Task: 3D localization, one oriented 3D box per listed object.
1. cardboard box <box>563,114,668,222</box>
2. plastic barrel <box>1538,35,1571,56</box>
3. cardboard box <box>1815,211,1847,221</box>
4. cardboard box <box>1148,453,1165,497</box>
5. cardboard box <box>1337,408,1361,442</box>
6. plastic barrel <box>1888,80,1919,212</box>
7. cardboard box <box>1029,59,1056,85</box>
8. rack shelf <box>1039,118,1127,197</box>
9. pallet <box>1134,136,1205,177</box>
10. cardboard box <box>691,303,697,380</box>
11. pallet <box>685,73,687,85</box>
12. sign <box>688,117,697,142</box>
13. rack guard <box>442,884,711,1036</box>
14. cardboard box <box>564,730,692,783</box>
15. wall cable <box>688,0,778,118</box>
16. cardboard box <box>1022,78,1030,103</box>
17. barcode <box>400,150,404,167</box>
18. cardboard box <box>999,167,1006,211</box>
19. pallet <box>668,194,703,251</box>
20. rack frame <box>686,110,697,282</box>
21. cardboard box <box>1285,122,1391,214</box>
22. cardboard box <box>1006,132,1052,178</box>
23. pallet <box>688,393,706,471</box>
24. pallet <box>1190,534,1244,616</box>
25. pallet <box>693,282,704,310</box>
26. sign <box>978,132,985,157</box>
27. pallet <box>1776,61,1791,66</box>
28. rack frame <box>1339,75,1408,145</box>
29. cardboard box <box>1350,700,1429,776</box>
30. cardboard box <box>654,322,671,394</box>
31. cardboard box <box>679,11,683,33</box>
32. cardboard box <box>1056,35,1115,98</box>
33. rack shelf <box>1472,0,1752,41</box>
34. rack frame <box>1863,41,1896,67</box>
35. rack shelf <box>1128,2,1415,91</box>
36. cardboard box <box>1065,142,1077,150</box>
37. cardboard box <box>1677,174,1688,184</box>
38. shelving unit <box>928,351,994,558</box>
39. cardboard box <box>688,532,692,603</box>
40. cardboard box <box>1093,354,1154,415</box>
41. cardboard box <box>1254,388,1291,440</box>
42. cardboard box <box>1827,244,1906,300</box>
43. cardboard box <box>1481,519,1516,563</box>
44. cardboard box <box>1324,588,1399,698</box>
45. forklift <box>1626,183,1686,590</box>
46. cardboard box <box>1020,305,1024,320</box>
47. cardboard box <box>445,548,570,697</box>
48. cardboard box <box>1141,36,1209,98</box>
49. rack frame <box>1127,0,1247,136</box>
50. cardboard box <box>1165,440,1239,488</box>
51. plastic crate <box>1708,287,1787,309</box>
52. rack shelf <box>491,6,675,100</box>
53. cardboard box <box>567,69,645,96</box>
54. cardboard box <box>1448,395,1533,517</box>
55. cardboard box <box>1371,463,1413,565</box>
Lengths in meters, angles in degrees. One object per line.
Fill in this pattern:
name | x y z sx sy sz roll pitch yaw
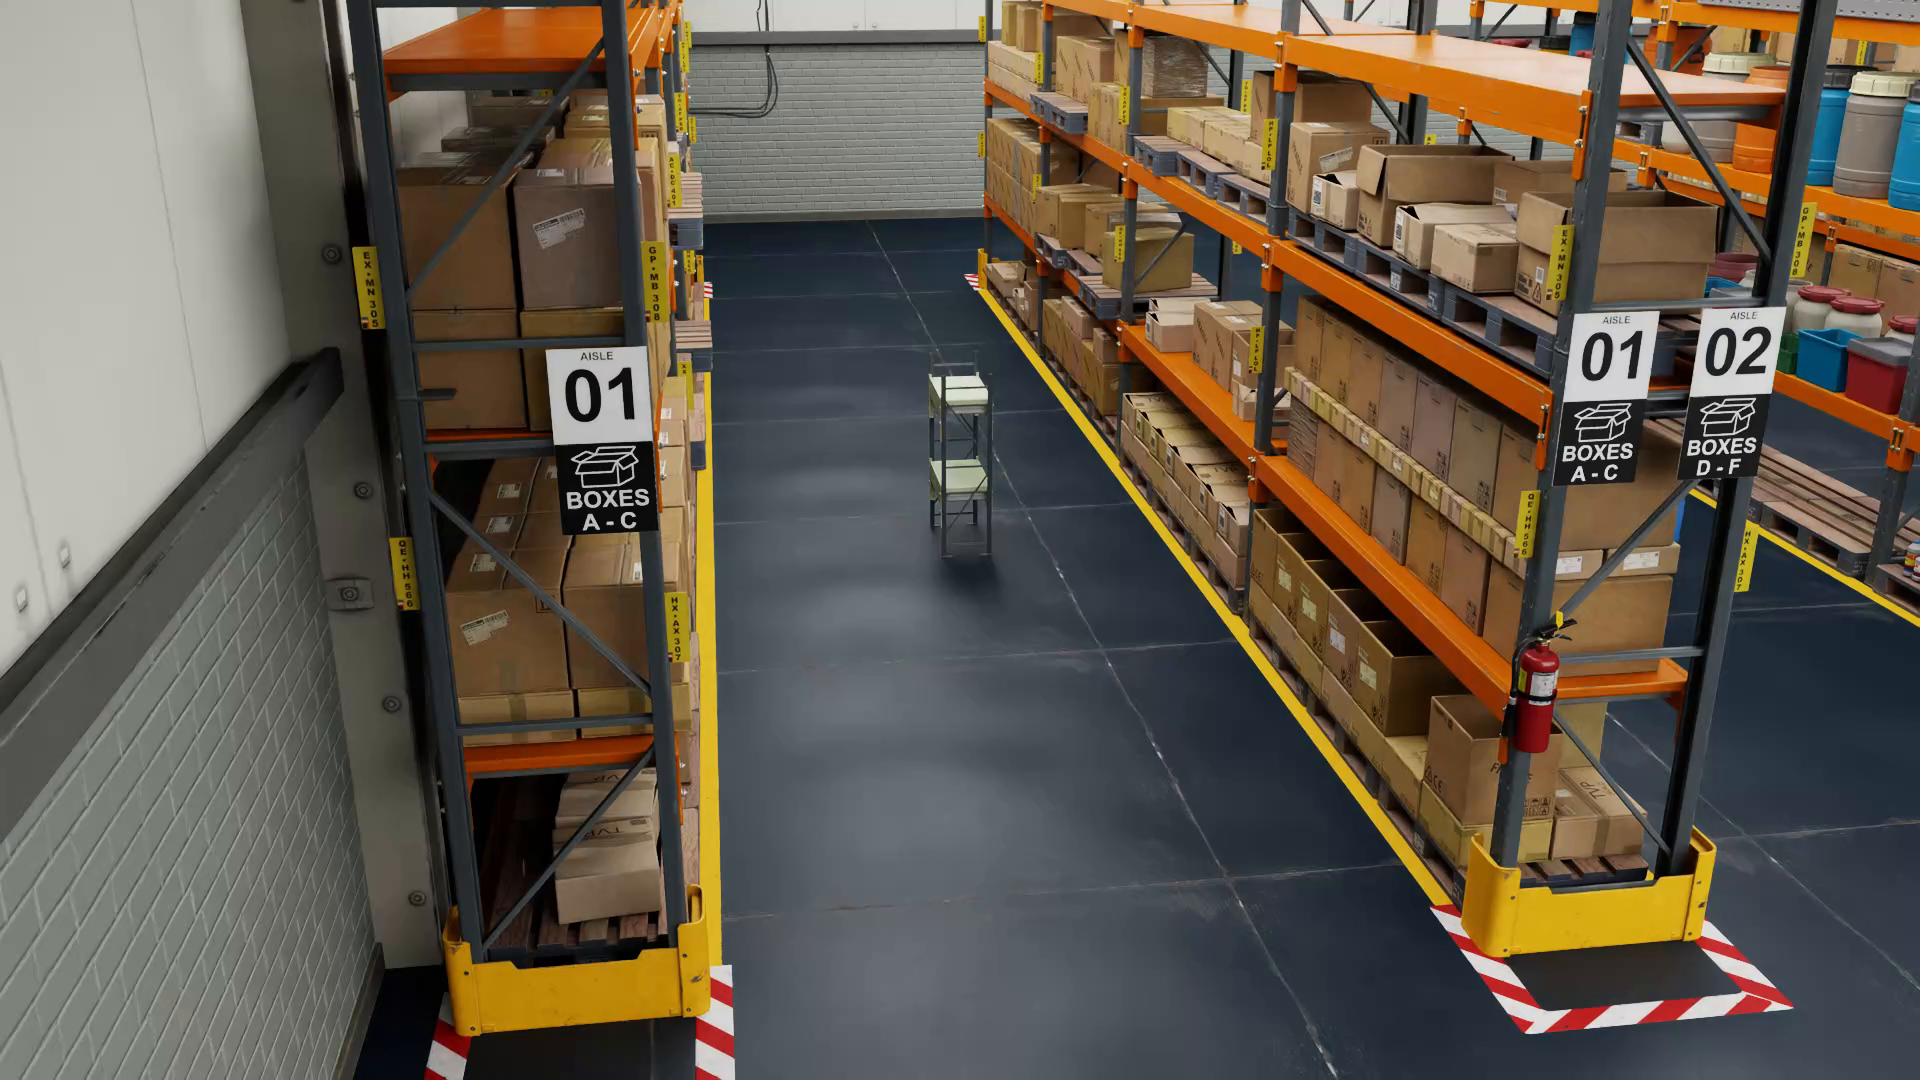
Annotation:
cardboard box | -1.821 -1.974 8.828 0.500 0.500 0.500 -4 21 -10
plastic barrel | 6.646 -5.228 18.270 0.600 0.588 0.600 0 20 0
cardboard box | 10.847 -4.065 20.671 0.380 0.149 0.250 -3 21 -7
cardboard box | 1.928 -0.569 14.282 0.500 0.250 0.500 -3 21 -9
cardboard box | 2.561 -0.719 10.285 0.380 0.149 0.250 -4 21 -10
plastic barrel | 7.179 -2.879 12.133 0.600 0.901 0.708 -3 21 -8
cardboard box | 1.073 -5.319 18.882 0.500 0.250 0.500 -3 21 -8
rack shelf | 1.700 -3.971 16.801 1.077 0.370 4.000 -3 21 -8
pallet | 2.175 -3.296 14.237 1.213 0.211 1.003 -2 21 -5
cardboard box | -3.136 -2.007 17.276 0.750 0.750 0.750 -2 21 -6
pallet | -3.949 -5.836 20.894 1.003 0.211 1.213 -3 21 -8
sign | -3.527 -5.405 21.906 0.100 0.325 0.005 -3 21 -8
rack guard | -1.771 1.956 7.765 1.175 0.500 0.348 -3 21 -8
cardboard box | -1.909 1.078 9.487 0.700 0.500 0.500 -4 21 -11
wall cable | -4.528 -8.061 26.875 3.097 2.526 0.112 -3 21 -8
cardboard box | 1.017 -5.258 19.435 0.500 0.250 0.500 -3 21 -8
barcode | -2.357 -1.611 7.026 0.001 0.075 0.075 -3 21 -8
cardboard box | 0.787 -4.507 21.354 0.500 0.500 0.500 -3 21 -8
pallet | -2.320 -2.110 11.060 1.213 0.211 1.003 -3 21 -8
rack frame | -4.066 -4.729 22.090 1.000 3.000 0.127 -3 21 -8
cardboard box | 2.377 -2.352 10.495 0.500 0.500 0.500 -1 21 -3
cardboard box | 0.863 -4.798 20.704 0.500 0.500 0.500 -3 21 -8
pallet | -2.303 -0.756 11.727 1.003 0.211 1.213 -3 21 -8
pallet | 2.420 0.228 12.804 1.003 0.211 1.213 -3 21 -8
pallet | -3.873 -3.149 21.847 1.003 0.211 1.213 -3 21 -8
sign | 0.298 -5.358 22.537 0.100 0.325 0.005 -3 21 -8
pallet | 10.935 -6.162 21.767 1.003 0.211 1.213 -3 21 -8
rack frame | 5.737 -5.228 23.428 1.000 3.000 0.127 -3 21 -8
cardboard box | 2.614 1.135 9.720 0.500 0.250 0.500 -3 21 -8
cardboard box | -1.603 -0.967 7.558 0.500 0.500 0.500 -2 21 -4
cardboard box | -3.395 -5.712 18.835 0.500 0.500 0.500 -3 21 -9
cardboard box | 1.412 -5.112 17.944 0.600 0.600 0.600 -5 21 -13
rack shelf | 6.602 -5.437 17.012 1.077 0.370 4.000 -3 21 -8
rack frame | 11.215 -6.904 19.339 1.000 3.000 0.127 -3 21 -8
rack shelf | 2.277 -3.804 12.638 1.077 0.370 4.000 -3 21 -8
cardboard box | 1.548 -4.466 19.815 0.500 0.500 0.500 -4 21 -9
cardboard box | 10.402 -5.132 23.529 0.380 0.149 0.250 -3 21 -9
shelving unit | 0.001 -0.700 13.448 0.431 1.500 0.755 -3 21 -8
cardboard box | -1.743 0.156 9.197 0.500 0.250 0.500 -3 21 -7
cardboard box | 1.621 -1.557 16.542 0.500 0.500 0.500 -2 21 -6
cardboard box | 2.451 -0.923 12.115 0.500 0.250 0.500 -2 21 -4
cardboard box | 11.327 -3.074 20.096 1.225 0.875 0.875 -3 21 -8
cardboard box | 2.859 -0.004 8.370 0.380 0.149 0.250 -2 21 -6
cardboard box | 2.540 0.611 10.052 0.500 0.500 0.500 -3 21 -8
forklift | 4.643 -1.418 13.323 1.130 2.935 3.031 -3 21 -9
cardboard box | 0.936 -2.775 20.305 0.380 0.149 0.250 -3 21 -8
cardboard box | -2.038 0.368 7.557 0.500 0.500 0.500 -3 21 -8
cardboard box | 1.932 -4.282 15.034 0.500 0.500 0.500 -3 21 -8
rack frame | 1.989 -5.020 14.296 1.000 3.000 0.127 -3 21 -8
cardboard box | 2.003 -0.649 13.695 0.500 0.311 0.500 -3 21 -8
plastic crate | 6.821 -1.914 14.461 0.402 0.464 0.583 -3 21 -8
rack shelf | -2.625 -3.552 11.966 1.077 0.370 4.000 -3 21 -8
cardboard box | -3.168 -3.963 14.980 0.700 0.500 0.500 -4 21 -11
cardboard box | 2.998 -0.457 8.656 0.700 0.500 0.500 -3 21 -9
cardboard box | 2.861 -0.185 9.782 0.700 0.500 0.500 -2 21 -6
